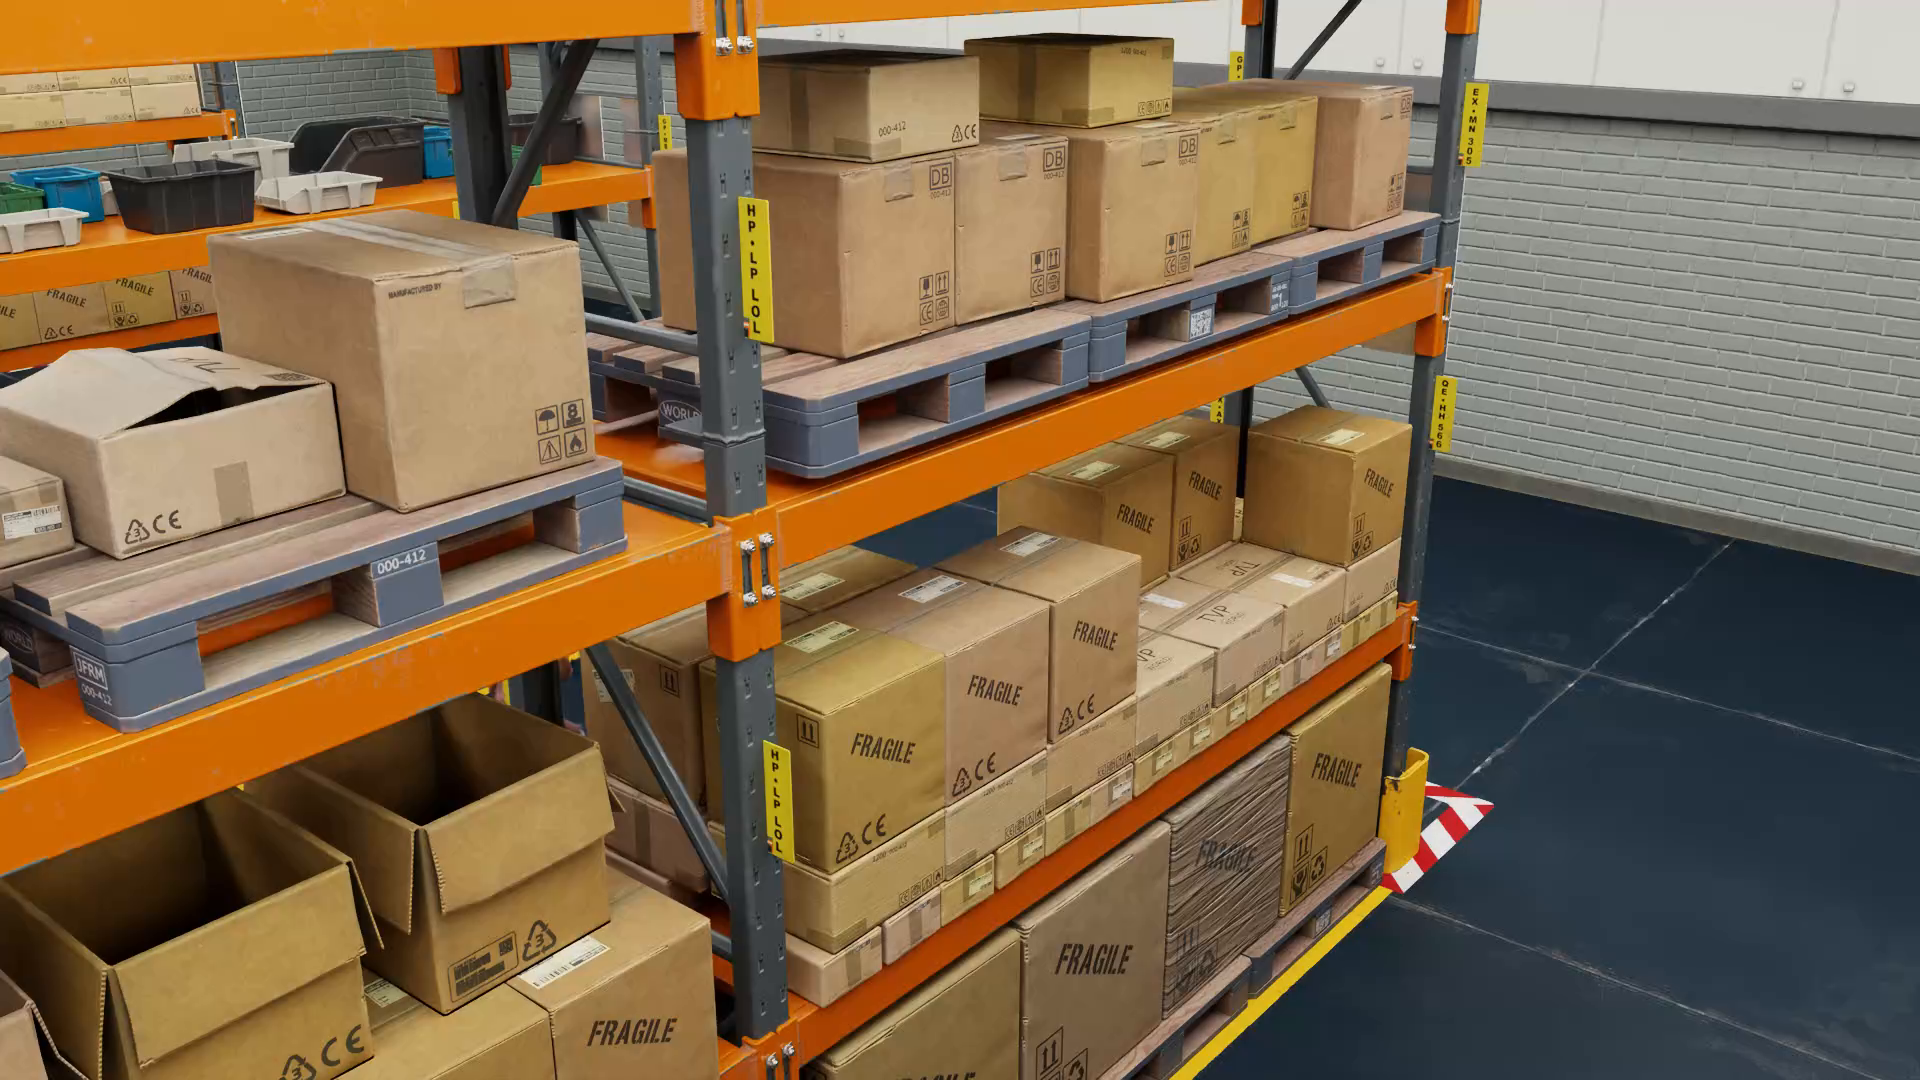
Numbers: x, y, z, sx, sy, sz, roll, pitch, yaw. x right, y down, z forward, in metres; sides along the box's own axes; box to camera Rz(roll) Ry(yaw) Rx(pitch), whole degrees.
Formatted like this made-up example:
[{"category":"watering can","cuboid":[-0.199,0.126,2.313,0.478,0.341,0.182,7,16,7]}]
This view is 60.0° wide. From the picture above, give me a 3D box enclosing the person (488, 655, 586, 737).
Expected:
[{"category":"person","cuboid":[-2.136,0.575,8.018,0.456,1.623,0.979,10,23,26]}]
